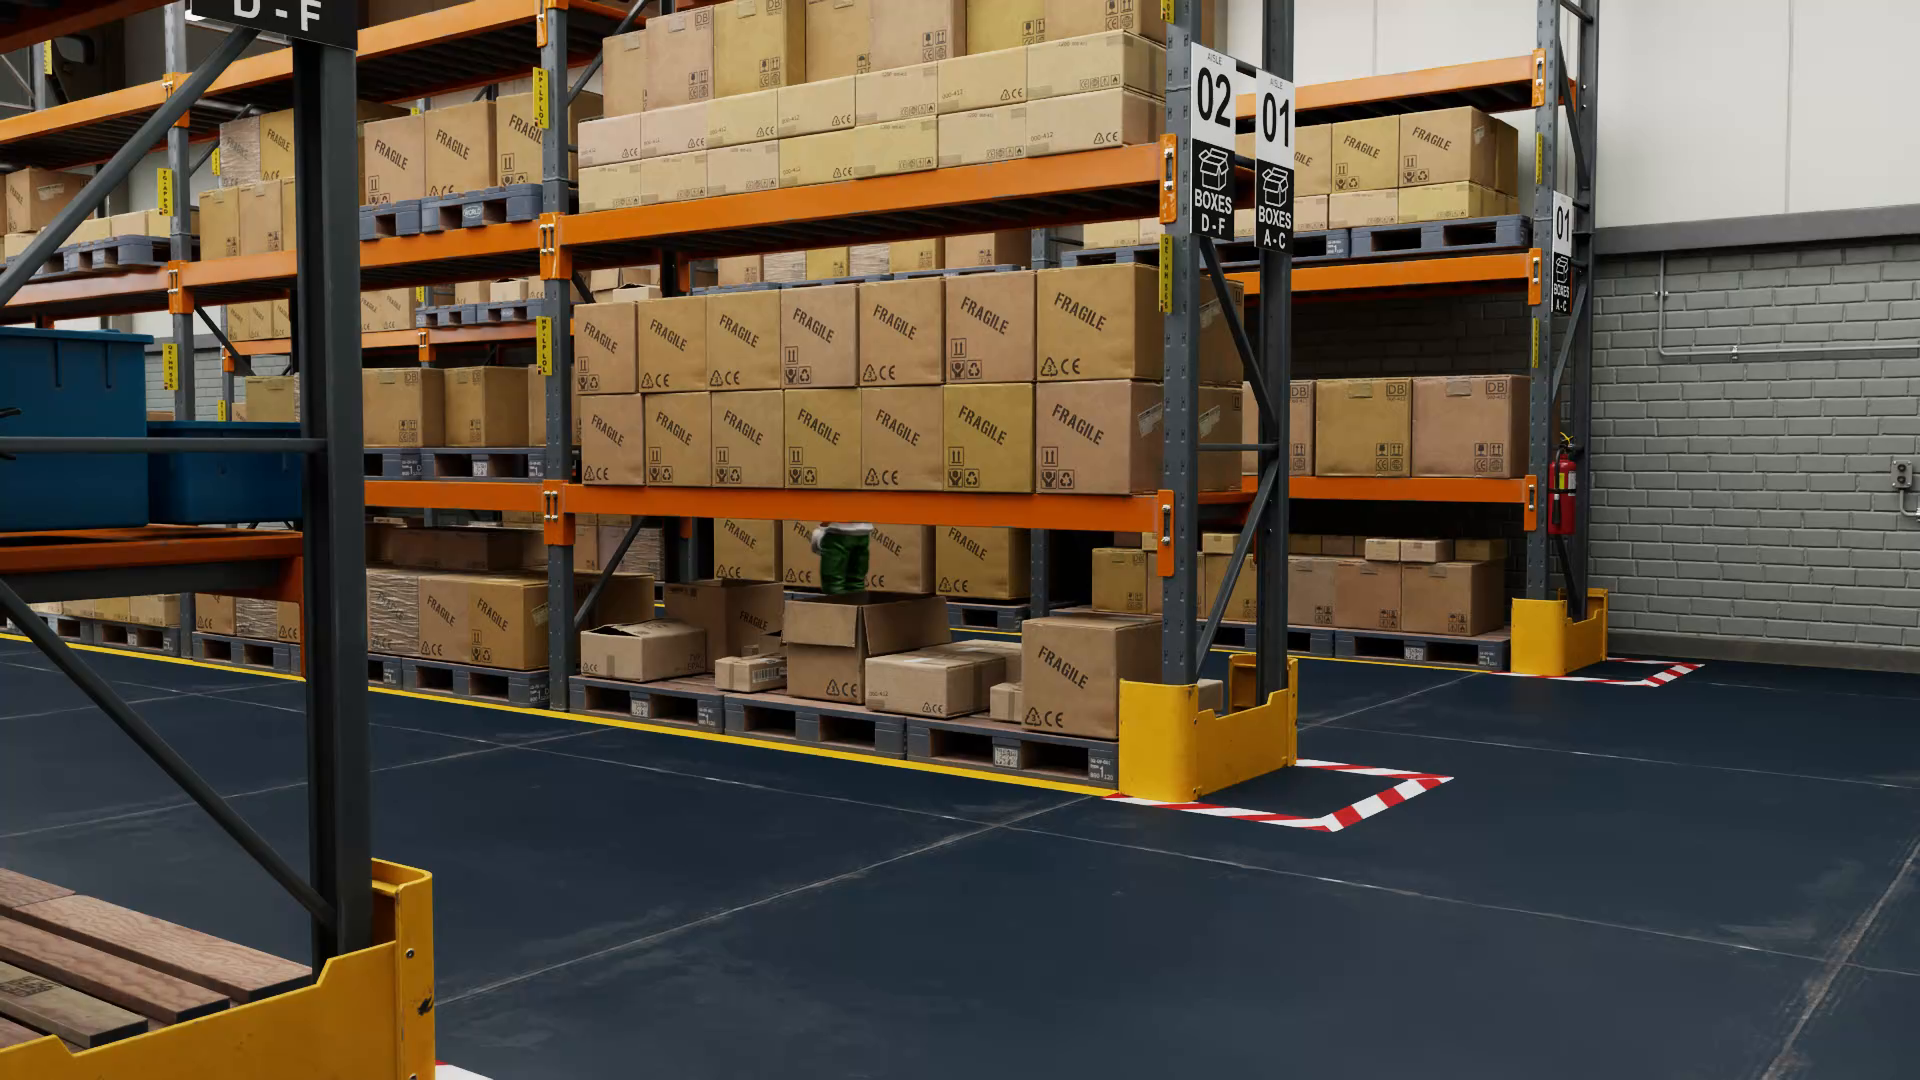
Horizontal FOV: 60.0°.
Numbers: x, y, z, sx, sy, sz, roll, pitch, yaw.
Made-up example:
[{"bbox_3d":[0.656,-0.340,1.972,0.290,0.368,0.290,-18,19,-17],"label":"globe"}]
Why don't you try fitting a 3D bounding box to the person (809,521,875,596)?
[{"bbox_3d":[-0.846,-0.048,12.165,0.371,1.776,0.530,2,4,37],"label":"person"}]
